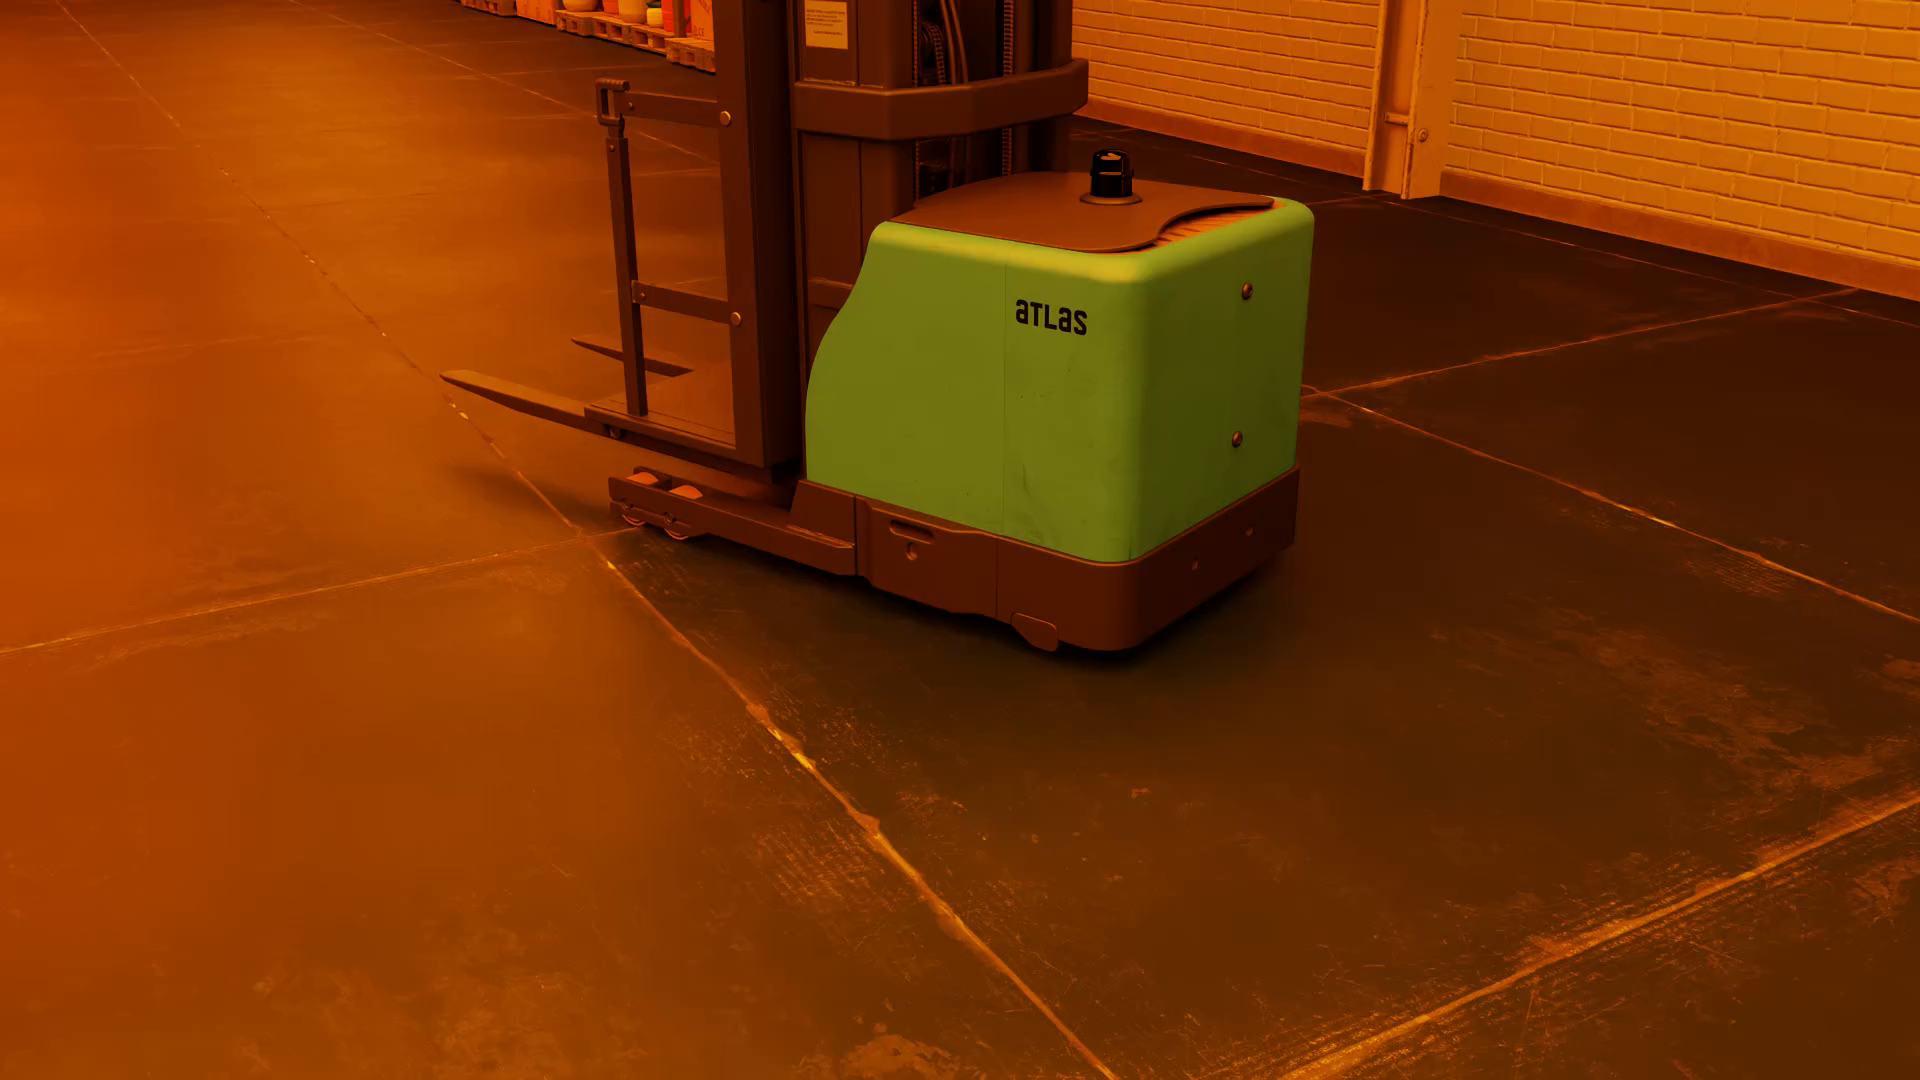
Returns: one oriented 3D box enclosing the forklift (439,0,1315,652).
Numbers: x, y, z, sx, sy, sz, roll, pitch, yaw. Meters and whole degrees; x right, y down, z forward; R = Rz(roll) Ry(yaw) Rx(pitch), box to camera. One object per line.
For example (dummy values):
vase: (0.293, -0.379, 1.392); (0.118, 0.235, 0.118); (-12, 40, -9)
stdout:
forklift: (-0.481, -1.497, 4.922); (3.031, 2.935, 1.130); (16, 27, 34)
